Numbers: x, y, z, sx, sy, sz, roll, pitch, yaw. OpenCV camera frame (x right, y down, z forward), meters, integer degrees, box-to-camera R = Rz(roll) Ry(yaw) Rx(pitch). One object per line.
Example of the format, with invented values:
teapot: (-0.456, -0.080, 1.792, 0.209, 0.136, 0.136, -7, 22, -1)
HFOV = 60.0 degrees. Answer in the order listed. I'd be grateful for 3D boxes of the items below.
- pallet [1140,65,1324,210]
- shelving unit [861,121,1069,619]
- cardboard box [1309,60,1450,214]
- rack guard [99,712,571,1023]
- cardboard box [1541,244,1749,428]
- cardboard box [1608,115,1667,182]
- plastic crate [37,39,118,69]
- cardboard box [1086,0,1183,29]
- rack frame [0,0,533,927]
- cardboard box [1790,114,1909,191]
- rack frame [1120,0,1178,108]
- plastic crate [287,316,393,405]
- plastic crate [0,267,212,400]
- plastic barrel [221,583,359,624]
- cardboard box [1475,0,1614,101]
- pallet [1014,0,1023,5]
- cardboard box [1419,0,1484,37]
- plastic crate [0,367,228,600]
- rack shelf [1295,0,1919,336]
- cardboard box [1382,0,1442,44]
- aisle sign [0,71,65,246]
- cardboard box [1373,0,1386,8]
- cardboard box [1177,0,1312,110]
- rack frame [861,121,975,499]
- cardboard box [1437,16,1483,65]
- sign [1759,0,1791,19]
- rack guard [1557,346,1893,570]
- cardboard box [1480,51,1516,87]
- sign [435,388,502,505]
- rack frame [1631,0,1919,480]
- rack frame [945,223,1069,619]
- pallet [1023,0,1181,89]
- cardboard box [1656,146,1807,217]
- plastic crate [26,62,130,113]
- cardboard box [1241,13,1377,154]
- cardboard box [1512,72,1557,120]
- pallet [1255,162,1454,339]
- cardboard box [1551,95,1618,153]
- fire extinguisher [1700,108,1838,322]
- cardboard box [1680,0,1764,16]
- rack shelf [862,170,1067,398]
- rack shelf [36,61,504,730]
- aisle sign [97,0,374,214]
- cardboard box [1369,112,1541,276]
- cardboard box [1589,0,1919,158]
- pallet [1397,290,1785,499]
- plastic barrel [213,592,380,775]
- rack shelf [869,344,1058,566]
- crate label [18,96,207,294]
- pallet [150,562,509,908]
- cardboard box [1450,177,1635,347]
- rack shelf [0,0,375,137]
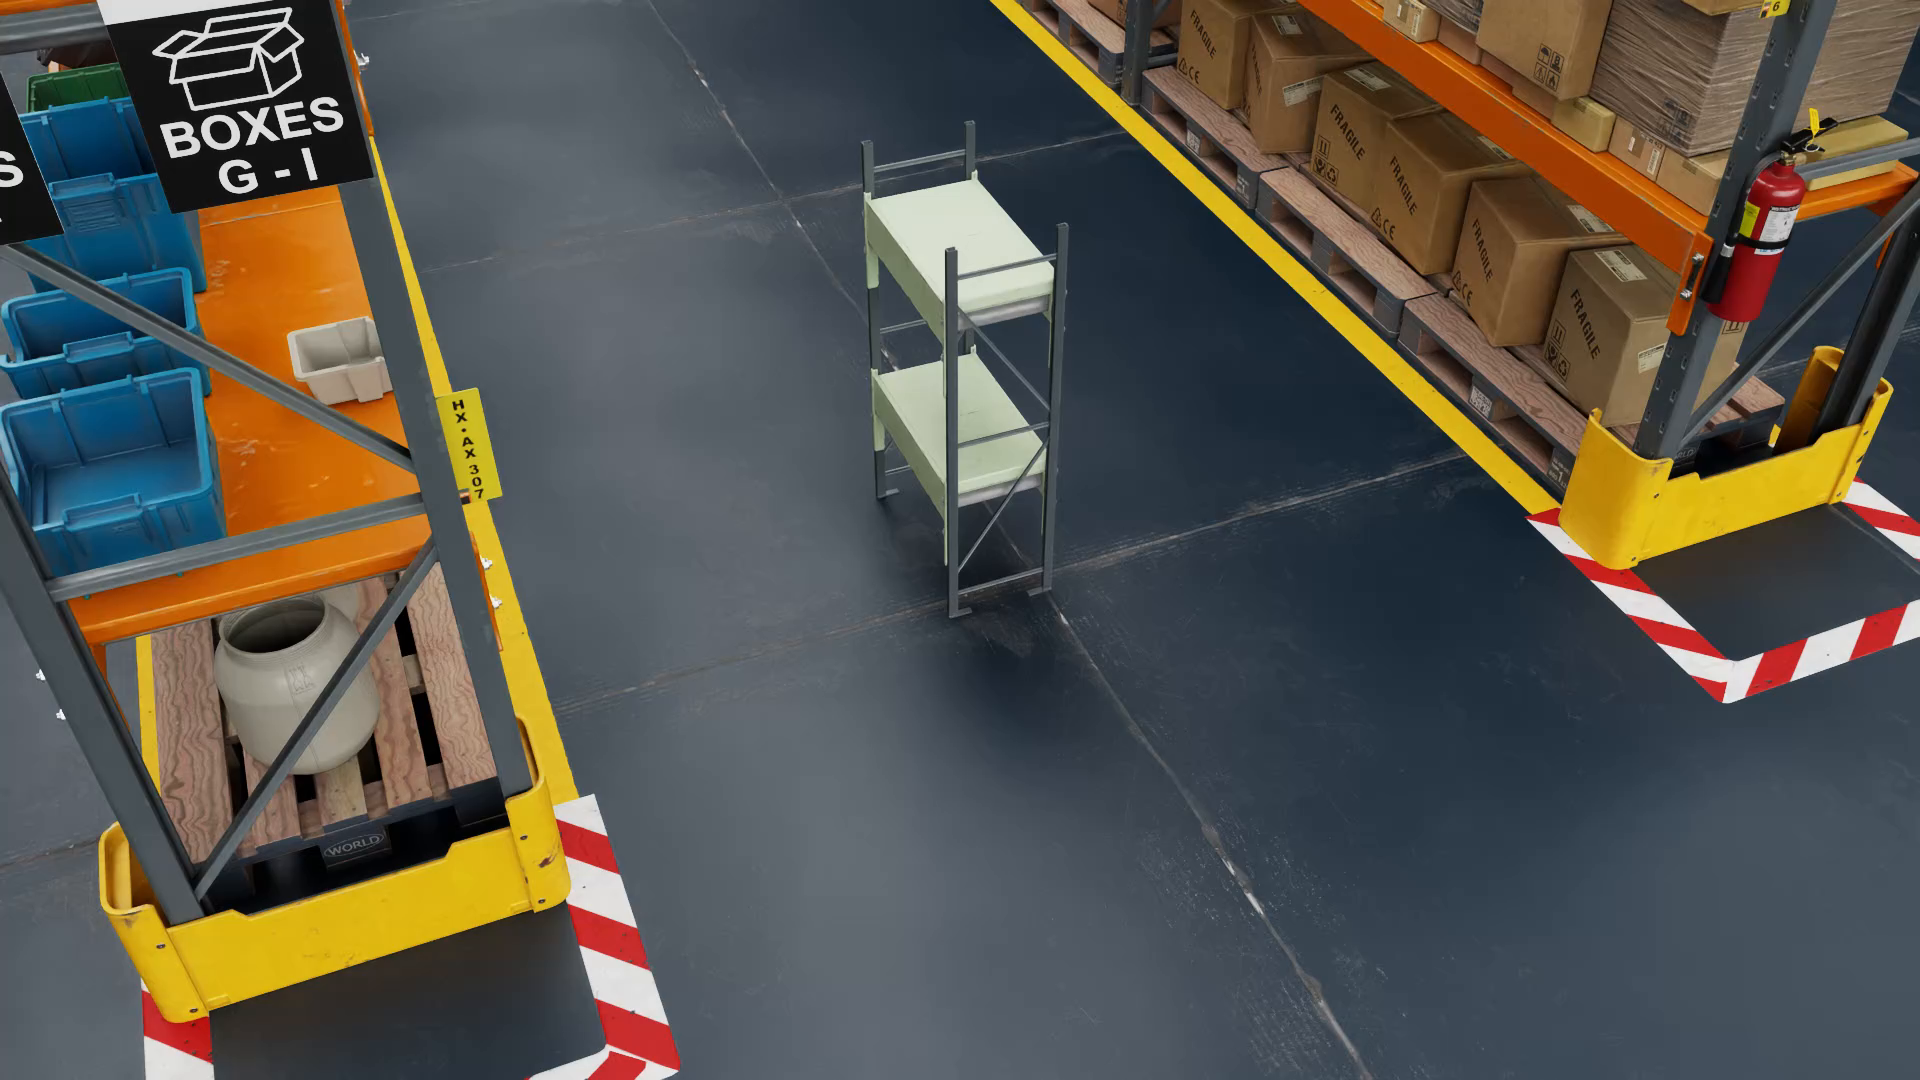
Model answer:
pallet: (1.647, -2.174, 8.616, 1.003, 0.211, 1.213, -15, 43, -17)
shelving unit: (0.003, -0.565, 5.756, 0.431, 1.500, 0.755, -15, 43, -17)
cardboard box: (2.010, -1.890, 7.742, 0.500, 0.500, 0.500, -19, 44, -21)
rack guard: (-1.761, 0.932, 4.783, 1.175, 0.500, 0.348, -15, 43, -17)
cardboard box: (2.664, -0.809, 6.486, 0.500, 0.500, 0.500, -8, 41, -9)
cardboard box: (2.493, -1.393, 5.762, 0.380, 0.149, 0.250, -15, 43, -17)
plastic crate: (-3.136, -2.021, 6.347, 0.767, 0.338, 0.504, -15, 43, -17)
cardboard box: (1.142, -3.221, 9.275, 0.700, 0.500, 0.500, -18, 44, -20)
rack frame: (-1.688, 0.018, 3.928, 1.000, 3.000, 0.127, -15, 43, -17)
cardboard box: (2.999, -1.353, 5.716, 0.380, 0.149, 0.250, -15, 43, -17)
rack frame: (1.357, -3.627, 8.167, 1.000, 3.000, 0.127, -15, 43, -17)
plastic crate: (-1.733, -0.501, 4.735, 0.298, 0.136, 0.250, -15, 43, -17)
plastic crate: (-2.399, -0.545, 4.697, 0.499, 0.251, 0.408, -15, 43, -17)
plastic barrel: (-2.202, 0.123, 5.393, 0.421, 0.512, 0.421, 0, 41, 0)
cardboard box: (2.401, -1.978, 5.944, 0.875, 0.500, 0.500, -15, 43, -17)
pallet: (0.587, -3.774, 10.477, 1.003, 0.211, 1.213, -15, 43, -17)
cardboard box: (2.249, -2.290, 6.307, 0.875, 0.500, 0.500, -15, 43, -17)
plastic crate: (-2.156, -0.152, 4.241, 0.499, 0.251, 0.616, -15, 43, -17)
rack shelf: (2.123, -2.150, 7.001, 1.077, 0.370, 4.000, -15, 43, -17)
cardboard box: (1.917, -2.120, 6.607, 0.380, 0.149, 0.250, -15, 43, -17)
aisle sign: (-1.935, -0.850, 2.944, 0.394, 0.787, 0.004, -15, 43, -17)
cardboard box: (1.886, -2.288, 6.802, 0.380, 0.149, 0.250, -15, 43, -17)
cardboard box: (1.473, -2.588, 8.554, 0.500, 0.500, 0.500, -16, 43, -18)
rack frame: (-0.137, -0.785, 6.013, 0.400, 1.500, 0.023, -15, 43, -17)
cardboard box: (2.095, -1.991, 6.458, 0.380, 0.149, 0.250, -15, 43, -17)
sign: (2.367, -1.650, 4.738, 0.100, 0.325, 0.005, -15, 43, -17)
rack guard: (2.859, -0.315, 6.233, 1.175, 0.500, 0.348, -15, 43, -17)
cardboard box: (2.211, -1.846, 6.289, 0.380, 0.149, 0.250, -15, 43, -17)
sign: (-1.178, -0.221, 3.995, 0.100, 0.325, 0.005, -15, 43, -17)
rack frame: (2.888, -1.217, 5.365, 1.000, 3.000, 0.127, -15, 43, -17)
rack frame: (0.143, -0.344, 5.500, 0.400, 1.500, 0.023, -15, 43, -17)
pallet: (1.058, -3.038, 9.621, 1.003, 0.211, 1.213, -15, 43, -17)
cardboard box: (2.588, -1.242, 5.587, 0.380, 0.149, 0.250, -15, 43, -17)
plastic crate: (-2.960, -1.423, 5.767, 0.450, 0.188, 0.662, -15, 43, -17)
cardboard box: (1.700, -2.244, 8.155, 0.500, 0.500, 0.500, -3, 41, -3)
cardboard box: (2.268, -1.685, 6.102, 0.380, 0.149, 0.250, -15, 43, -17)
pallet: (2.118, -1.438, 7.760, 1.003, 0.211, 1.213, -15, 43, -17)
cardboard box: (2.350, -1.531, 5.922, 0.380, 0.149, 0.250, -15, 43, -17)
fire extinguisher: (2.506, -1.004, 5.177, 0.296, 0.674, 0.183, -15, 43, -17)
cardboard box: (2.449, -2.017, 5.223, 0.500, 0.500, 0.500, -15, 43, -17)
rack shelf: (0.003, -0.861, 5.502, 0.431, 0.370, 0.720, -15, 43, -17)
rack shelf: (-2.453, -0.914, 5.564, 1.077, 0.370, 4.000, -15, 43, -17)
aisle sign: (-1.390, -0.997, 3.115, 0.394, 0.787, 0.004, -15, 43, -17)
cardboard box: (2.182, -1.543, 7.338, 0.500, 0.500, 0.500, -11, 42, -13)
cardboard box: (2.703, -1.706, 5.629, 0.875, 0.500, 0.500, -15, 43, -17)
pallet: (2.581, -0.704, 6.907, 1.003, 0.211, 1.213, -15, 43, -17)
plastic barrel: (-2.011, 0.425, 5.041, 0.421, 0.512, 0.421, 0, 41, 0)
rack shelf: (0.003, -0.317, 5.969, 0.431, 0.370, 0.720, -15, 43, -17)
crate label: (-2.642, -1.037, 5.128, 0.502, 0.435, 0.616, -15, 43, -17)
pallet: (-2.067, 0.551, 5.448, 1.003, 0.211, 1.213, -15, 43, -17)
cardboard box: (2.404, -1.161, 6.894, 0.500, 0.500, 0.500, -5, 41, -6)
rack shelf: (-2.453, -2.051, 4.586, 1.077, 0.370, 4.000, -15, 43, -17)
